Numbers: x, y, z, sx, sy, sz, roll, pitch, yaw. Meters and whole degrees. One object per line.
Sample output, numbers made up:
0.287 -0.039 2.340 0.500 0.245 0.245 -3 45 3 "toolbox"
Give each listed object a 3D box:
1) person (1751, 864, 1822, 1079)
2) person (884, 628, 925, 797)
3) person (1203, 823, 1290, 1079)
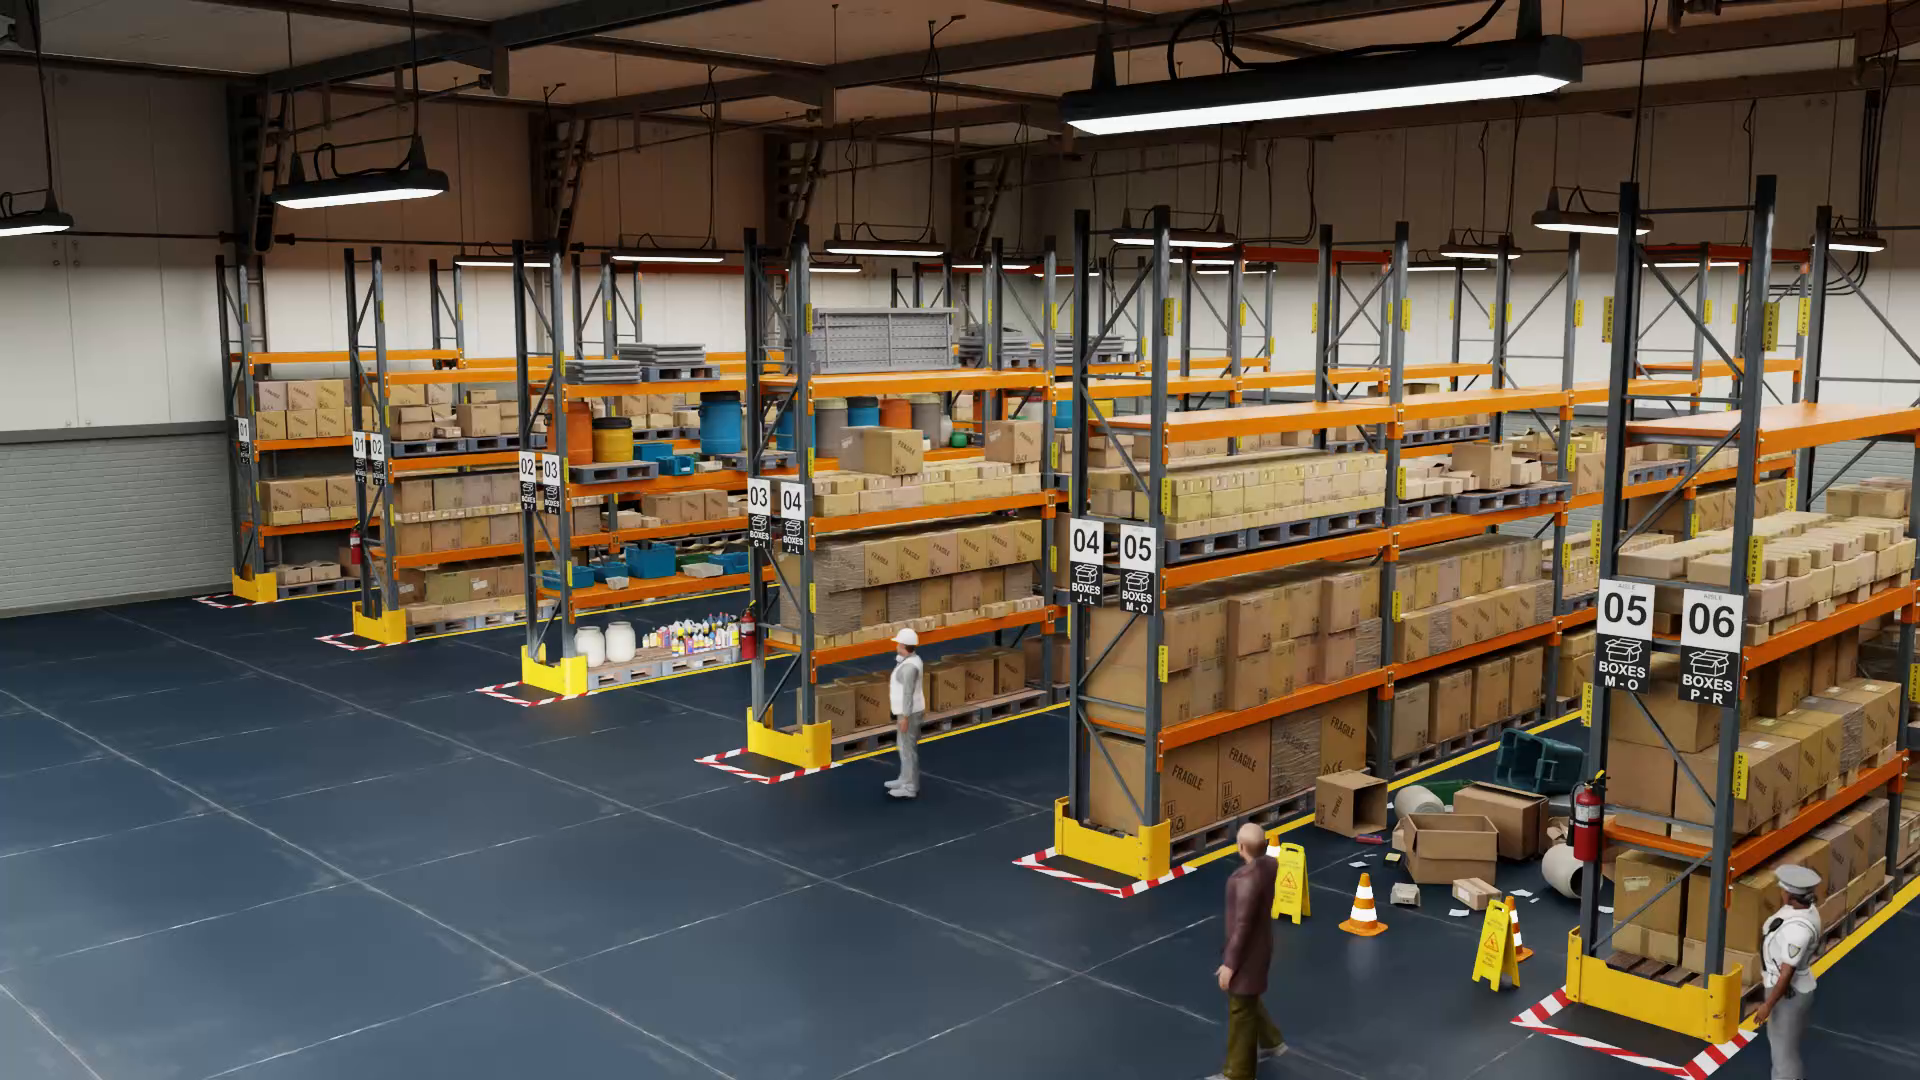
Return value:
5.212 2.868 10.547 0.376 1.678 0.551 3 9 21 "person"
-0.593 1.803 17.533 0.443 1.776 0.586 0 8 1 "person"
1.912 2.729 11.013 0.548 1.782 0.664 2 8 17 "person"
